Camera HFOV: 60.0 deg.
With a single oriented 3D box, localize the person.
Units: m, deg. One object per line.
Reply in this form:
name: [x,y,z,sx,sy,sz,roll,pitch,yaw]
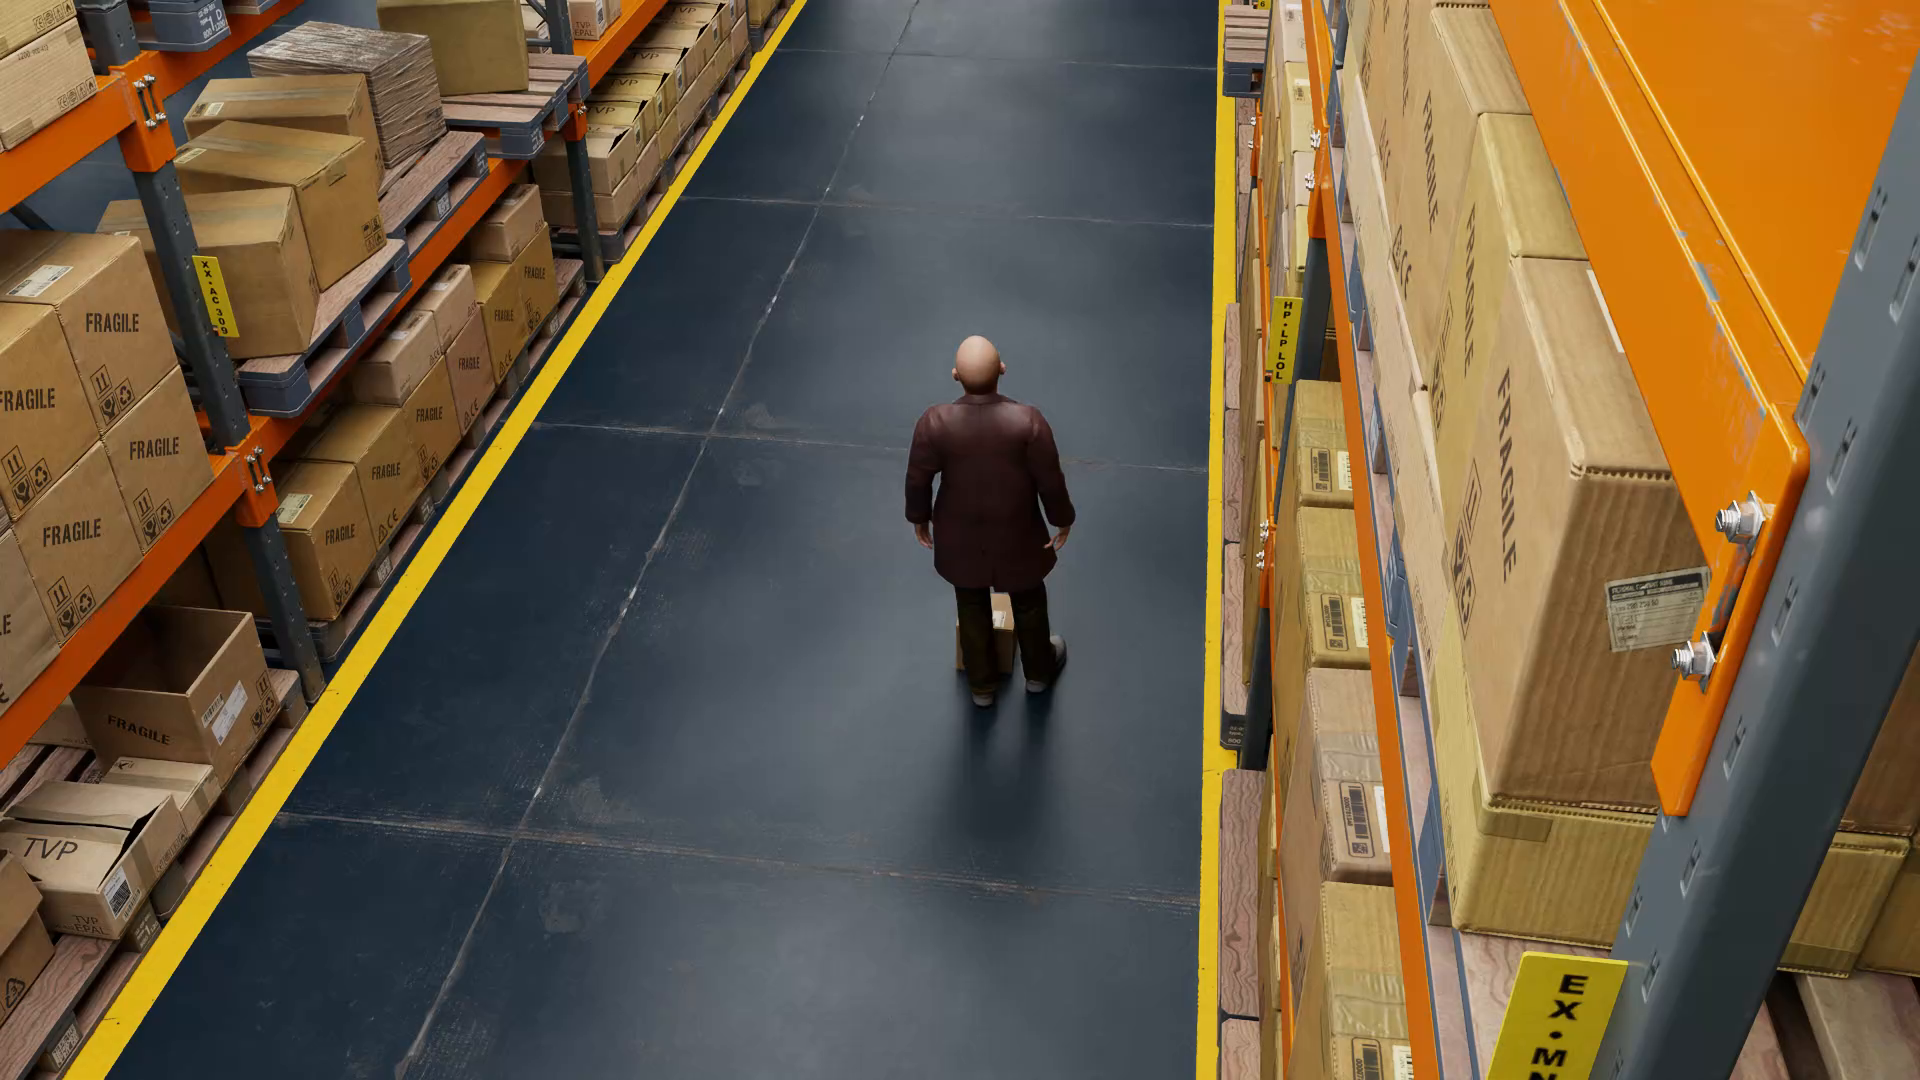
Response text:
person: [0.129,-0.107,6.794,0.695,1.776,0.582,5,36,6]
